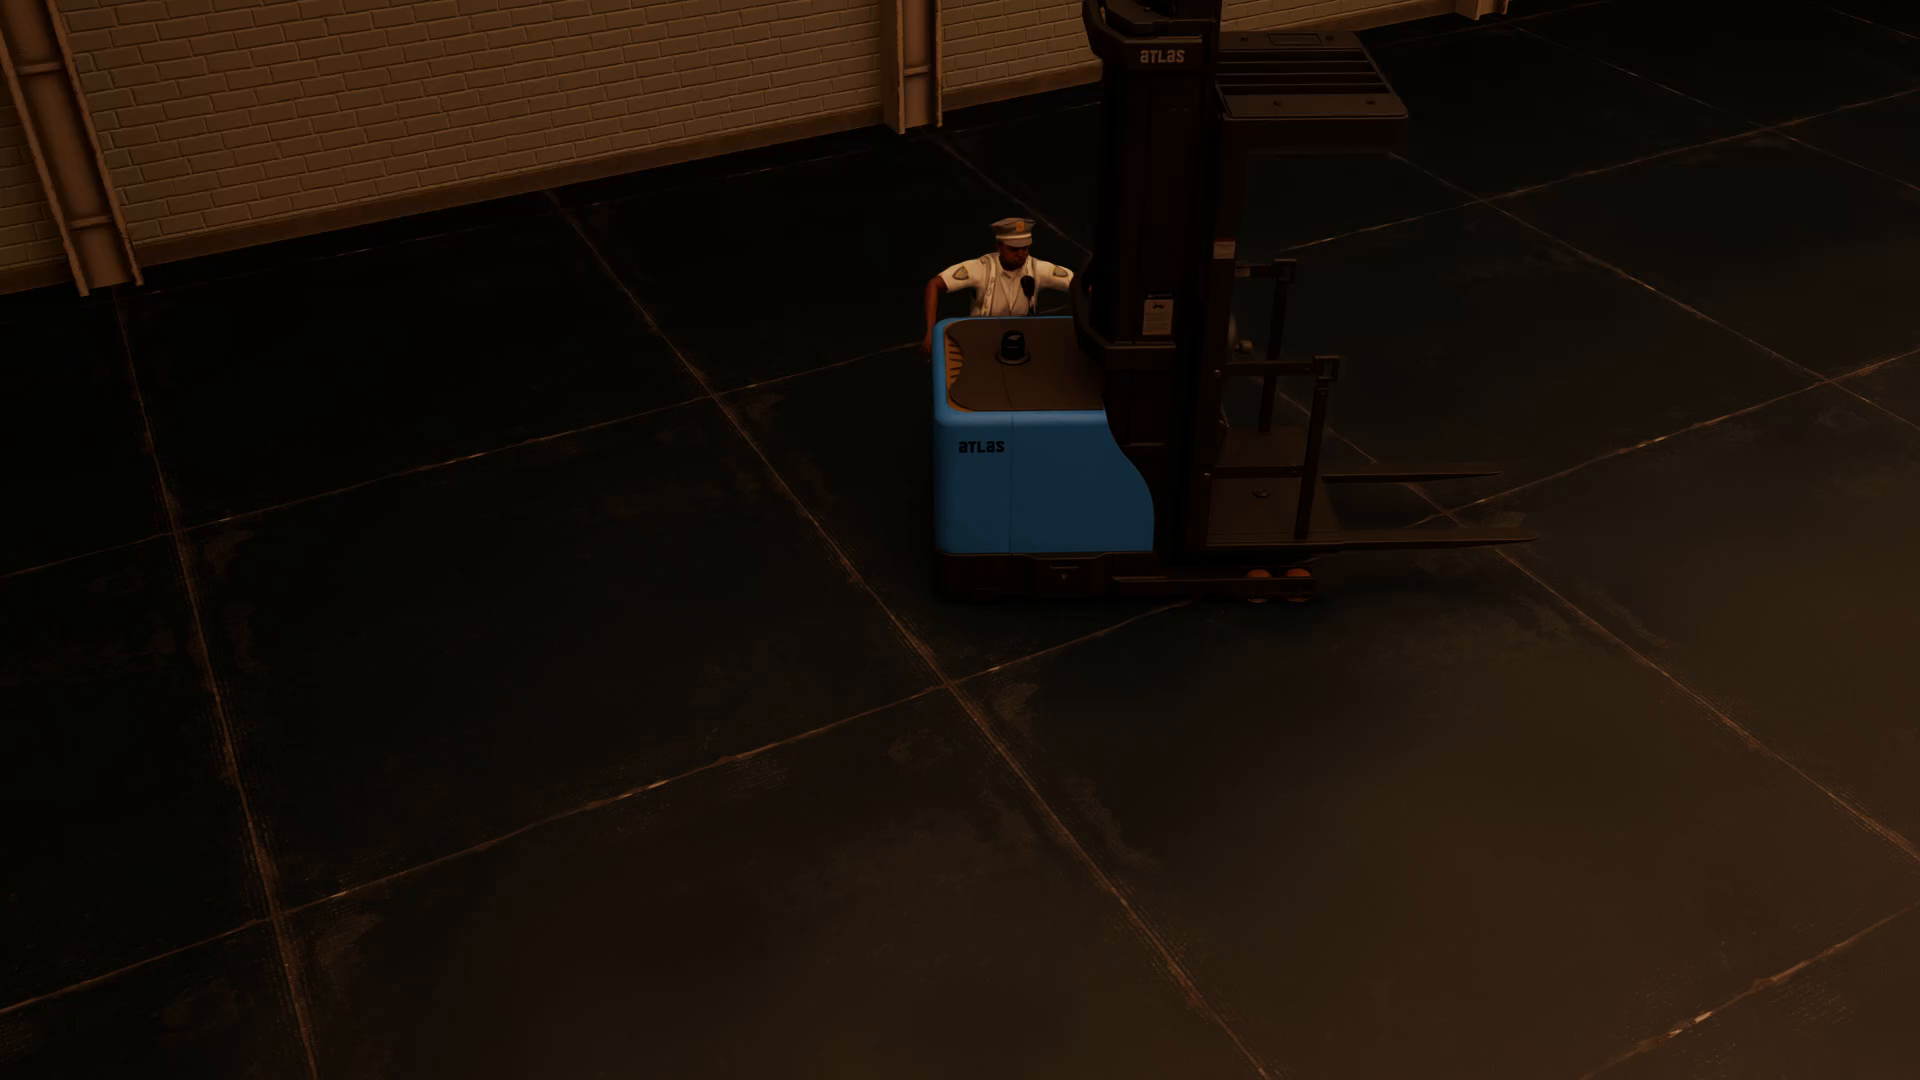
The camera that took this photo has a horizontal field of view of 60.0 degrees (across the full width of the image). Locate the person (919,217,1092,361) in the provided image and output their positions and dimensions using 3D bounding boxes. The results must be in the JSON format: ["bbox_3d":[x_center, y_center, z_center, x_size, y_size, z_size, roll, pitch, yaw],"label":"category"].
[{"bbox_3d":[0.284,-0.923,8.687,1.020,1.466,0.813,-13,37,-18],"label":"person"}]

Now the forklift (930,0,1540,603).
[{"bbox_3d":[1.370,-1.193,7.810,3.031,2.935,1.130,-1,35,-1],"label":"forklift"}]
